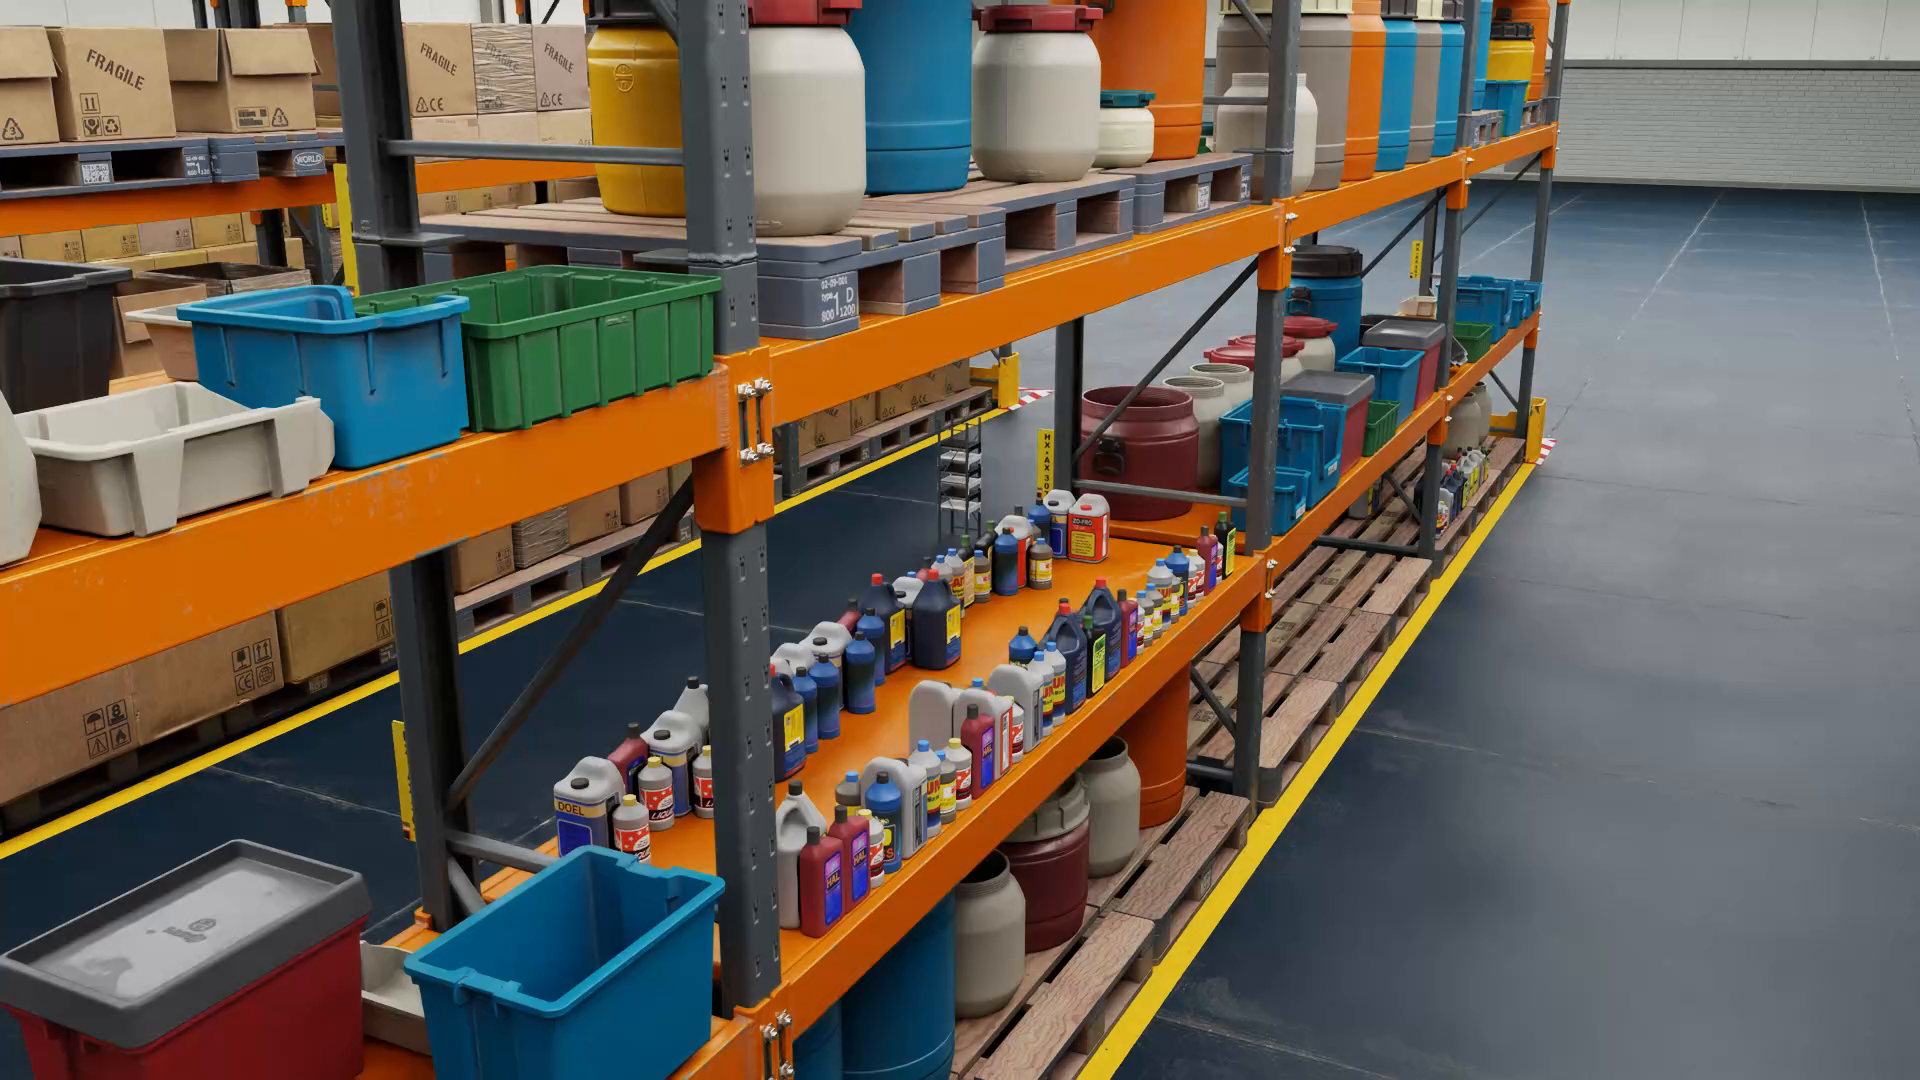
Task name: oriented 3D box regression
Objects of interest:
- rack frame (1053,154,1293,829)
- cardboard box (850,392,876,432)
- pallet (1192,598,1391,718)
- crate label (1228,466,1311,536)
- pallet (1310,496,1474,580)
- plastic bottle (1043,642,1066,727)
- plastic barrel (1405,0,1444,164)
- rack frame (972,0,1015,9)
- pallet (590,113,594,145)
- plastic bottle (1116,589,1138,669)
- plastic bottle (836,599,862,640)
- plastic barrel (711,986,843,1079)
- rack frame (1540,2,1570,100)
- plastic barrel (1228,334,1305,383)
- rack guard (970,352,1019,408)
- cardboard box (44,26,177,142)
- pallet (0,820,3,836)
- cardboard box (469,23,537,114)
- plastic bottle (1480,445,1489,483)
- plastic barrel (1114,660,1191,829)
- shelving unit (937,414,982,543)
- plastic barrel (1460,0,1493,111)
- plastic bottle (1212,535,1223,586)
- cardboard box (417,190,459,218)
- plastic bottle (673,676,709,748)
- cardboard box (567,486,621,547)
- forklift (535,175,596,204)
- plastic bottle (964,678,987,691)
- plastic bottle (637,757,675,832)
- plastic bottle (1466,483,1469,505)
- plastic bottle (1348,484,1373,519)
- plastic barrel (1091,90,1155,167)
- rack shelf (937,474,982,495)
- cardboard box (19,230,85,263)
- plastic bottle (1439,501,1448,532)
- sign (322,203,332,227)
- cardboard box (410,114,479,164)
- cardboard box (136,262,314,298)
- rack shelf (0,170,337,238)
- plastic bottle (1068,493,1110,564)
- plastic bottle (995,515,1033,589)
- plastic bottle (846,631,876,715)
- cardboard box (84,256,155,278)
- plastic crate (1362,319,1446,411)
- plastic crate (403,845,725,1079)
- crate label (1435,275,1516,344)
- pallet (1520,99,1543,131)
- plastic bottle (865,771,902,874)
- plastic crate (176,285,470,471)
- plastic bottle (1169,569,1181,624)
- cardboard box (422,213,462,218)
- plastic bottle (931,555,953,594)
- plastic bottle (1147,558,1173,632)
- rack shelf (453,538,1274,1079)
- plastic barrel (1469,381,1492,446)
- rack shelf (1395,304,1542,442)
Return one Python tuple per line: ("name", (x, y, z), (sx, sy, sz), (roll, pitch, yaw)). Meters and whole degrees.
("rack frame", (0.898, -0.200, 7.431), (1.000, 3.000, 0.127), (8, 18, 25))
("cardboard box", (-1.075, -1.264, 14.666), (0.500, 0.500, 0.500), (6, 18, 20))
("pallet", (1.825, 0.634, 9.518), (1.003, 0.211, 1.213), (8, 18, 25))
("crate label", (1.422, -0.180, 7.656), (0.303, 0.233, 0.416), (8, 18, 25))
("pallet", (3.023, -0.048, 11.817), (1.003, 0.211, 1.213), (8, 18, 25))
("plastic bottle", (0.295, 0.465, 5.417), (0.097, 0.271, 0.097), (0, 17, 0))
("plastic barrel", (2.360, -2.574, 9.273), (0.600, 0.901, 0.600), (0, 17, 0))
("rack frame", (0.042, -5.744, 15.559), (1.000, 3.000, 0.127), (8, 18, 25))
("pallet", (-2.577, -2.789, 11.208), (1.213, 0.211, 1.003), (8, 18, 25))
("plastic bottle", (0.588, 0.304, 5.938), (0.061, 0.283, 0.133), (8, 18, 25))
("plastic bottle", (-0.388, 0.353, 5.772), (0.061, 0.283, 0.133), (8, 18, 25))
("plastic barrel", (-0.631, 1.487, 4.699), (0.600, 0.901, 0.708), (8, 18, 25))
("rack frame", (4.473, -5.114, 13.438), (1.000, 3.000, 0.127), (8, 18, 25))
("plastic barrel", (1.734, -0.882, 9.486), (0.433, 0.535, 0.433), (0, 17, 0))
("rack guard", (0.008, -1.651, 16.704), (1.175, 0.500, 0.348), (8, 18, 25))
("cardboard box", (-4.048, -2.122, 7.720), (0.500, 0.500, 0.500), (9, 19, 28))
("pallet", (-5.043, 1.319, 7.213), (1.003, 0.211, 1.213), (8, 18, 25))
("cardboard box", (-2.863, -2.772, 9.766), (0.500, 0.500, 0.500), (8, 18, 26))
("plastic bottle", (4.008, -0.591, 12.745), (0.061, 0.283, 0.133), (9, 19, 27))
("plastic barrel", (0.695, 0.765, 7.253), (0.600, 0.830, 0.708), (8, 18, 25))
("shelving unit", (-0.004, -0.429, 11.889), (0.258, 0.900, 0.210), (8, 18, 25))
("plastic barrel", (3.226, -3.339, 11.111), (0.600, 0.901, 0.708), (8, 18, 25))
("plastic bottle", (1.031, 0.079, 6.839), (0.097, 0.201, 0.097), (0, 17, 0))
("cardboard box", (-5.436, -3.460, 16.247), (0.875, 0.550, 0.550), (8, 18, 25))
("plastic bottle", (-0.771, 0.566, 4.936), (0.144, 0.351, 0.185), (8, 18, 25))
("cardboard box", (-2.768, -0.305, 11.399), (0.700, 0.500, 0.500), (10, 19, 30))
("forklift", (-3.454, -2.365, 14.838), (1.130, 2.935, 3.031), (8, 18, 26))
("plastic bottle", (0.056, 0.538, 5.293), (0.097, 0.201, 0.097), (0, 17, 0))
("plastic bottle", (-0.861, 0.713, 4.705), (0.097, 0.201, 0.097), (0, 17, 0))
("plastic bottle", (3.649, -0.359, 12.106), (0.097, 0.201, 0.097), (0, 17, 0))
("plastic bottle", (2.844, -0.343, 11.790), (0.144, 0.351, 0.185), (8, 18, 25))
("plastic barrel", (0.550, -1.482, 5.982), (0.301, 0.262, 0.301), (0, 17, 0))
("rack shelf", (-0.004, -0.397, 11.899), (0.258, 0.077, 0.200), (8, 18, 25))
("cardboard box", (-7.263, -2.388, 12.863), (0.700, 0.500, 0.500), (8, 18, 25))
("plastic bottle", (3.311, -0.166, 11.457), (0.097, 0.201, 0.097), (0, 17, 0))
("sign", (-5.648, -2.957, 14.817), (0.100, 0.325, 0.005), (8, 18, 25))
("cardboard box", (-3.095, -2.284, 9.441), (0.500, 0.250, 0.500), (8, 19, 26))
("cardboard box", (-3.874, -1.175, 8.776), (0.797, 0.503, 0.637), (9, 19, 27))
("rack shelf", (-4.427, -1.414, 7.513), (1.077, 0.370, 4.000), (8, 18, 25))
("plastic bottle", (0.552, -0.053, 7.151), (0.152, 0.276, 0.135), (8, 18, 25))
("plastic bottle", (0.209, 0.046, 6.819), (0.152, 0.276, 0.135), (8, 18, 25))
("plastic bottle", (-0.330, 0.435, 5.518), (0.097, 0.271, 0.097), (0, 17, 0))
("cardboard box", (-6.808, -2.000, 13.315), (0.500, 0.500, 0.500), (8, 18, 25))
("plastic crate", (2.743, -1.088, 10.306), (0.402, 0.464, 0.583), (8, 18, 25))
("plastic crate", (-0.793, 0.960, 3.448), (0.392, 0.384, 0.575), (8, 18, 25))
("crate label", (3.892, -1.752, 12.592), (0.502, 0.435, 0.616), (8, 18, 25))
("pallet", (4.016, -3.387, 13.224), (1.003, 0.211, 1.213), (8, 18, 25))
("plastic bottle", (-0.206, 0.750, 4.455), (0.097, 0.271, 0.097), (0, 17, 0))
("plastic crate", (-1.011, -0.267, 2.680), (0.416, 0.233, 0.300), (8, 18, 25))
("plastic bottle", (0.797, 0.212, 6.390), (0.097, 0.201, 0.097), (0, 17, 0))
("cardboard box", (-5.411, -2.939, 16.388), (0.875, 0.550, 0.550), (8, 18, 25))
("plastic bottle", (-0.074, 0.192, 6.337), (0.097, 0.271, 0.097), (0, 17, 0))
("plastic bottle", (0.754, 0.204, 6.297), (0.097, 0.271, 0.097), (0, 17, 0))
("rack shelf", (0.004, 0.654, 5.818), (1.077, 0.370, 4.000), (8, 18, 25))
("plastic barrel", (4.247, -1.070, 13.989), (0.421, 0.512, 0.421), (0, 17, 0))
("rack shelf", (3.579, -1.384, 12.679), (1.077, 0.370, 4.000), (8, 18, 25))
